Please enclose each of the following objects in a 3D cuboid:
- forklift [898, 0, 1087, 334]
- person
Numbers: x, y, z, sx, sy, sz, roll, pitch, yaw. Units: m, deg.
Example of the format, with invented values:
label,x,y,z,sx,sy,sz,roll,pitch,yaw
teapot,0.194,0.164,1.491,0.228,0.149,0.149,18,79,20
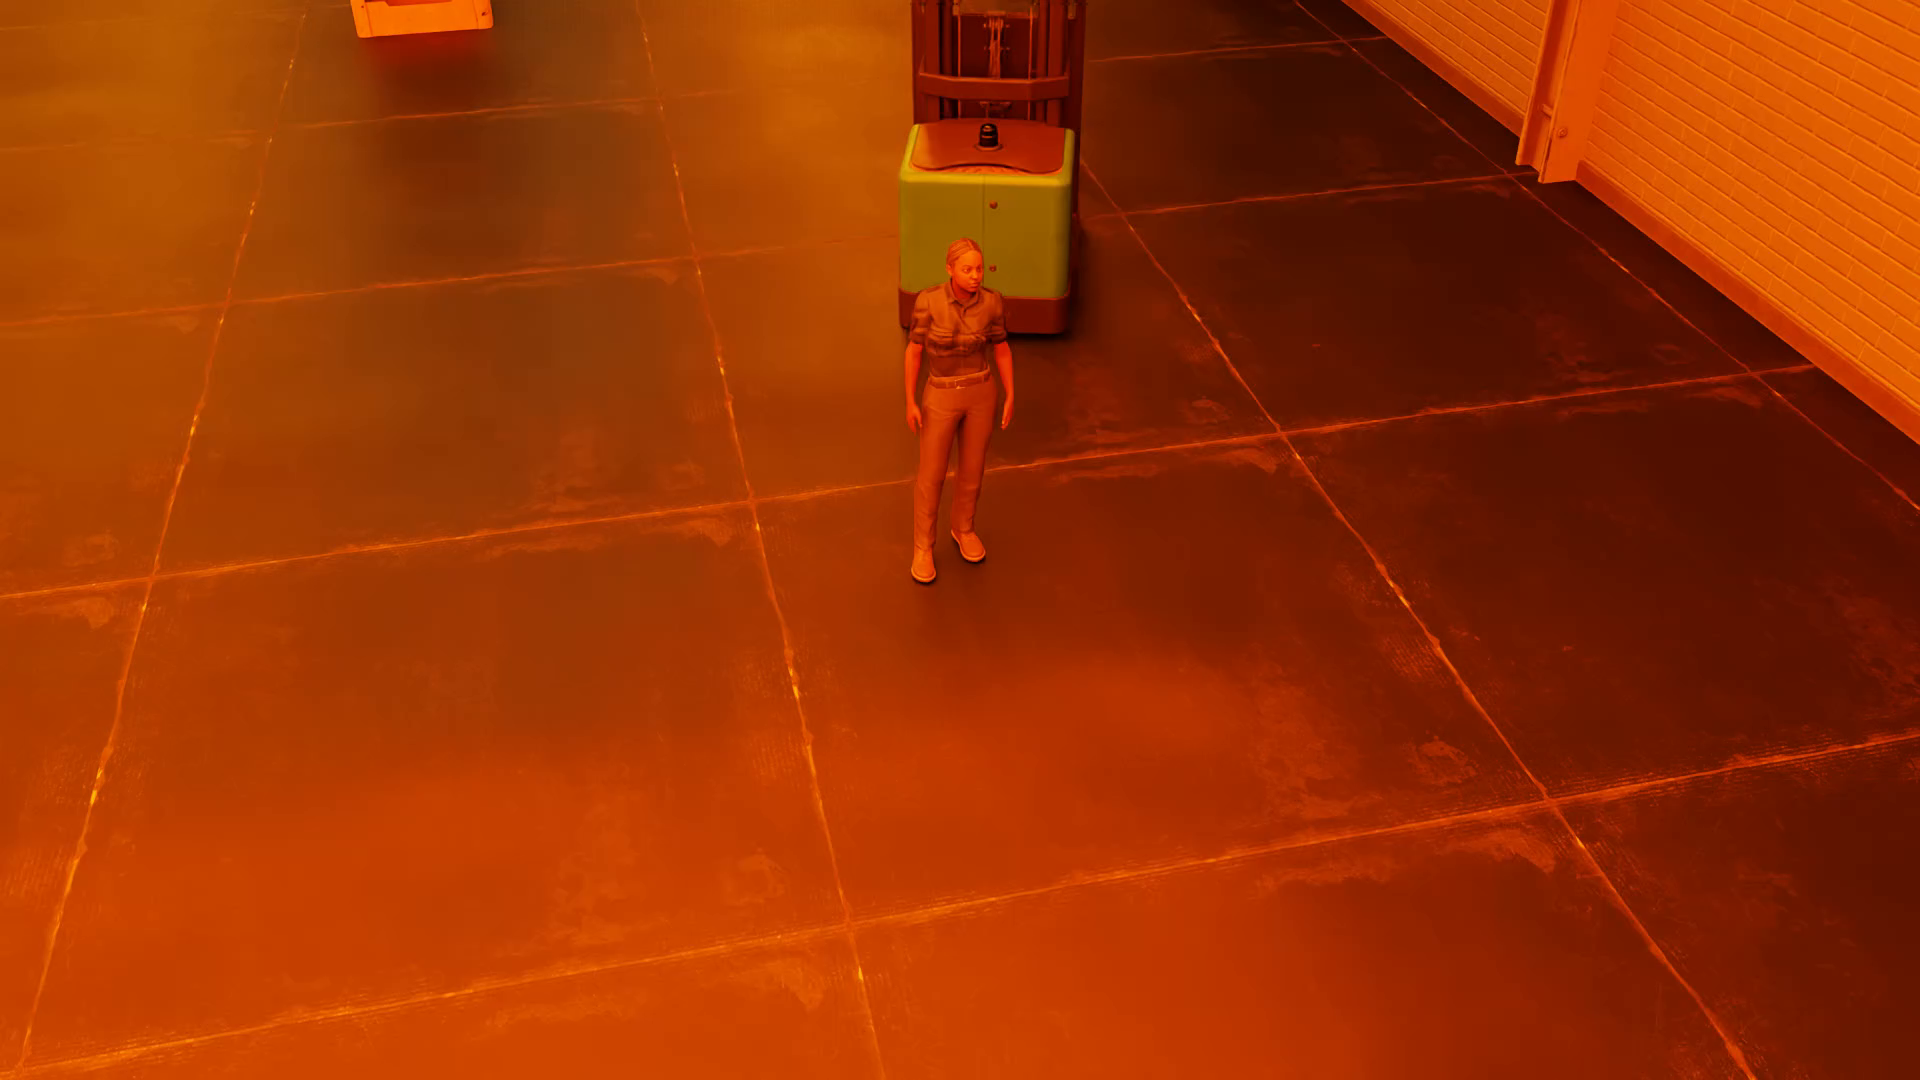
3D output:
label,x,y,z,sx,sy,sz,roll,pitch,yaw
forklift,0.261,-3.294,10.628,1.130,2.935,3.031,3,36,4
person,0.000,-0.625,7.999,0.569,1.654,0.504,-8,36,-11
